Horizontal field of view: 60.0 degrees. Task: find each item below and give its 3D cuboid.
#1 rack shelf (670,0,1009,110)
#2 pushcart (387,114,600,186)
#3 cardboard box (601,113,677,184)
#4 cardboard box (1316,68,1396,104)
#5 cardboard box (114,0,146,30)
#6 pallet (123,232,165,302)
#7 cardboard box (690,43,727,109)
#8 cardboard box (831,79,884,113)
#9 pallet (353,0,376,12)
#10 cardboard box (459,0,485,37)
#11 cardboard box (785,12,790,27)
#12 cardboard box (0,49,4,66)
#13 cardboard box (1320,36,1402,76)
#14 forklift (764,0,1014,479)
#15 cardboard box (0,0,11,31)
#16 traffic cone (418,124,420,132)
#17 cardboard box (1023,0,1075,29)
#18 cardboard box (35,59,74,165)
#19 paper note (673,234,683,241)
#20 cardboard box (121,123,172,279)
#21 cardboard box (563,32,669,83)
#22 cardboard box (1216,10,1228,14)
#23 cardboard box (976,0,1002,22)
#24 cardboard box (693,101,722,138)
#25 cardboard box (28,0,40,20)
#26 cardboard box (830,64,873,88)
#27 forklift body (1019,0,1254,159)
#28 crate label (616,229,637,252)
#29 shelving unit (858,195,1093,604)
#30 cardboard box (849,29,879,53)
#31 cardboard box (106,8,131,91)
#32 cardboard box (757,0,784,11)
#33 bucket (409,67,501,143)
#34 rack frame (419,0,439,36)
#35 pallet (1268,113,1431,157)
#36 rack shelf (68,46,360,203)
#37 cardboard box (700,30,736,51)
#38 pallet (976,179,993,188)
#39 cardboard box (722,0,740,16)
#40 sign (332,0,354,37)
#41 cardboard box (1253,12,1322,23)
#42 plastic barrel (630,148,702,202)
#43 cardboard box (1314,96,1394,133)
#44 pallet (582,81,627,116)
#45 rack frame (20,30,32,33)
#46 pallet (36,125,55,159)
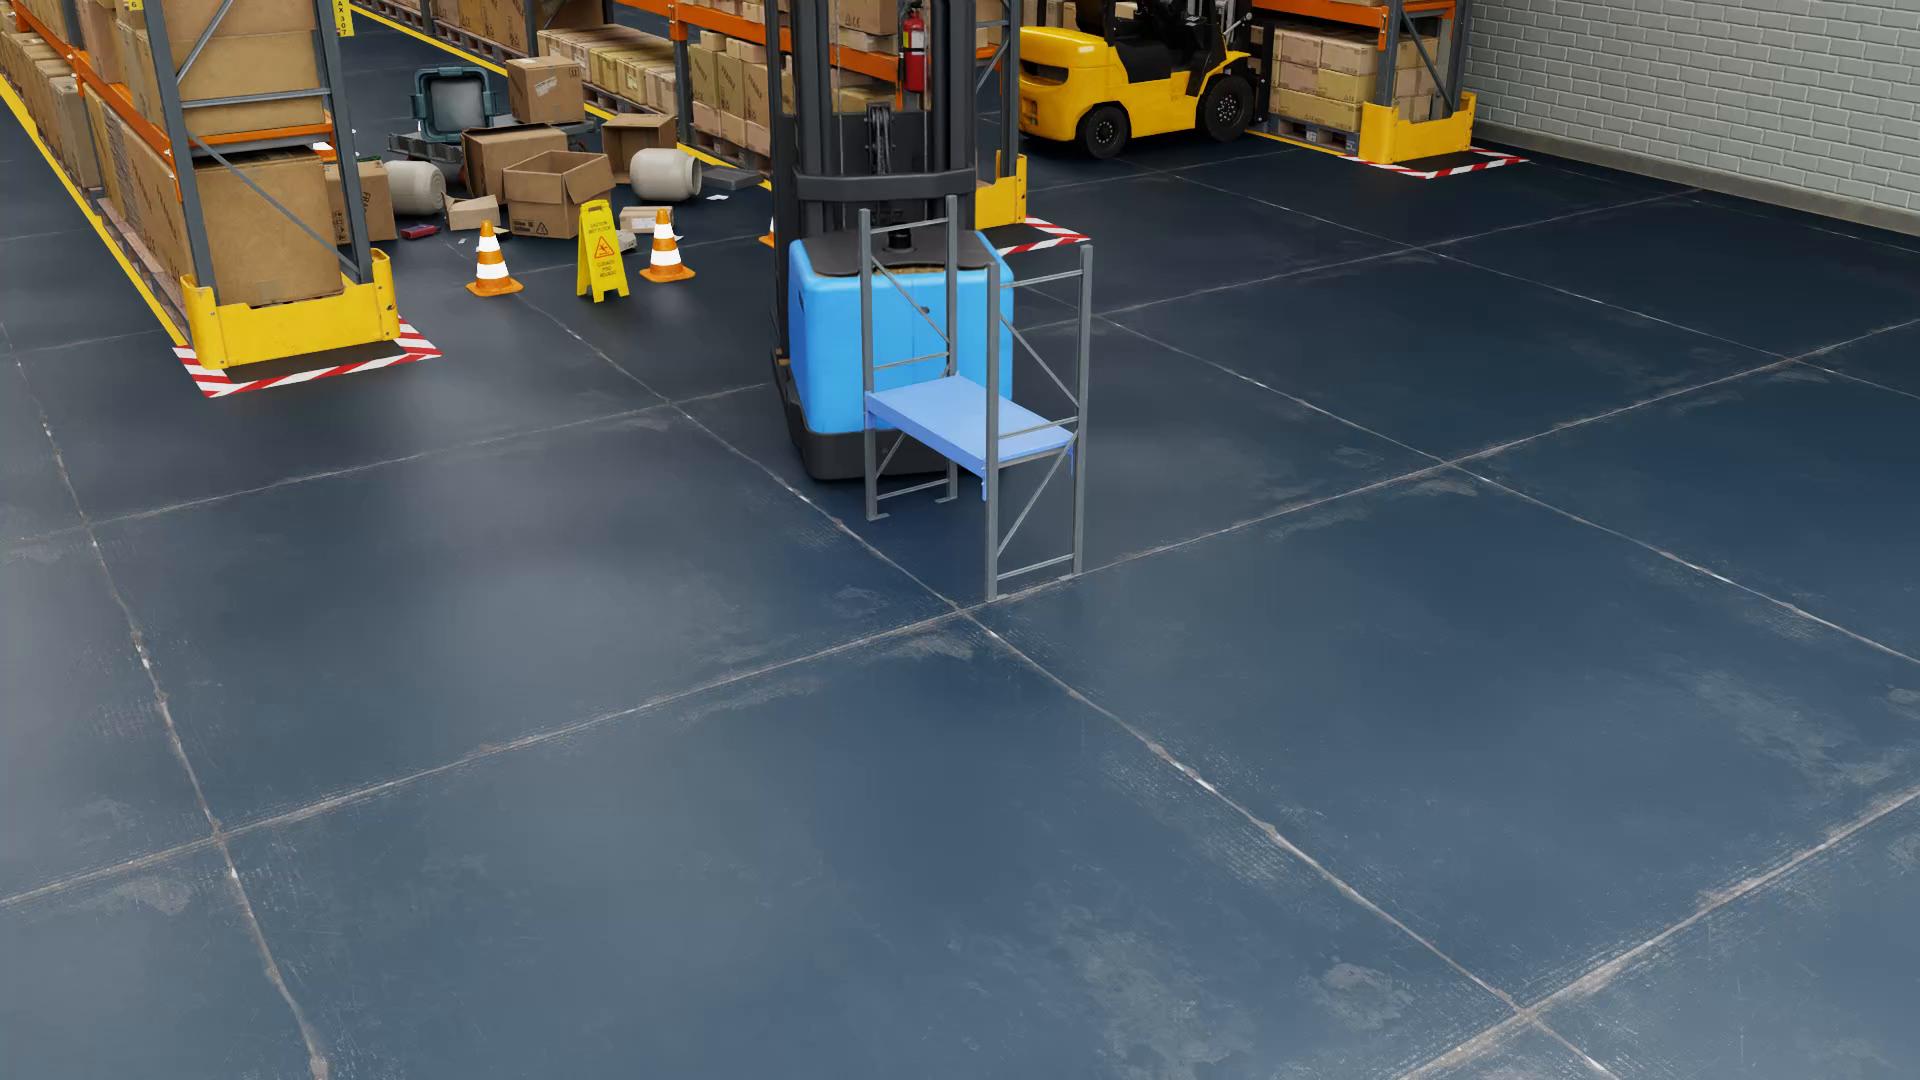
[{"bbox_3d":[-1.092,-4.144,13.857,1.077,0.370,4.000,-16,29,-30],"label":"rack shelf"},{"bbox_3d":[-4.067,-3.449,14.615,0.936,0.377,1.648,18,31,33],"label":"pushcart"},{"bbox_3d":[-2.739,-3.355,14.268,0.500,0.500,0.500,3,25,6],"label":"cardboard box"},{"bbox_3d":[3.629,-4.186,15.246,0.500,0.250,0.500,-16,30,-30],"label":"cardboard box"},{"bbox_3d":[-4.640,-3.437,10.077,0.875,0.550,0.550,-16,29,-30],"label":"cardboard box"},{"bbox_3d":[-5.257,-2.007,11.754,1.003,0.211,1.213,-16,29,-30],"label":"pallet"},{"bbox_3d":[-2.088,-4.196,14.975,0.500,0.500,0.500,-14,29,-27],"label":"cardboard box"},{"bbox_3d":[-0.944,-3.451,13.397,0.500,0.500,0.500,-14,29,-28],"label":"cardboard box"},{"bbox_3d":[-8.233,-7.948,24.339,1.003,0.211,1.213,-16,29,-30],"label":"pallet"},{"bbox_3d":[-5.646,-6.751,20.533,0.875,0.875,0.875,-15,29,-28],"label":"cardboard box"},{"bbox_3d":[-1.202,-4.275,13.587,0.380,0.149,0.250,-16,29,-30],"label":"cardboard box"},{"bbox_3d":[-10.462,-5.590,18.513,0.500,0.500,0.500,-14,29,-28],"label":"cardboard box"},{"bbox_3d":[3.644,-4.402,15.120,0.500,0.250,0.500,-14,29,-28],"label":"cardboard box"},{"bbox_3d":[-0.504,-2.228,9.035,1.130,2.935,3.031,-5,26,-10],"label":"forklift"},{"bbox_3d":[-9.894,-5.556,17.562,0.500,0.250,0.500,-14,29,-28],"label":"cardboard box"},{"bbox_3d":[-5.030,-4.025,15.735,0.336,0.463,0.334,-16,29,-30],"label":"traffic cone"},{"bbox_3d":[1.261,-5.922,19.071,0.875,0.625,0.625,-16,30,-30],"label":"cardboard box"},{"bbox_3d":[-7.214,-3.714,14.248,1.050,0.750,0.750,-16,29,-30],"label":"cardboard box"},{"bbox_3d":[-2.184,-2.285,12.555,0.142,0.019,0.148,18,31,33],"label":"paper note"},{"bbox_3d":[-5.000,-2.334,11.178,0.875,0.875,0.875,-16,30,-30],"label":"cardboard box"},{"bbox_3d":[-3.658,-5.150,17.732,0.950,0.372,0.625,-16,30,-31],"label":"cardboard box"},{"bbox_3d":[2.526,-5.134,16.670,0.500,0.250,0.500,-14,29,-28],"label":"cardboard box"},{"bbox_3d":[-0.027,-4.168,12.599,0.500,0.500,0.500,-16,30,-30],"label":"cardboard box"},{"bbox_3d":[-2.088,-3.857,15.136,0.500,0.250,0.500,-17,30,-32],"label":"cardboard box"},{"bbox_3d":[-7.616,-4.707,14.090,0.500,0.500,0.500,-16,30,-30],"label":"cardboard box"},{"bbox_3d":[-0.913,-3.674,13.110,0.380,0.149,0.250,-15,29,-28],"label":"cardboard box"},{"bbox_3d":[1.593,-4.781,15.358,2.313,2.155,1.214,-16,29,-30],"label":"forklift body"},{"bbox_3d":[-2.542,-2.199,12.247,0.298,0.136,0.250,12,28,24],"label":"crate label"},{"bbox_3d":[0.047,-0.648,7.365,0.538,1.500,1.048,-16,29,-30],"label":"shelving unit"},{"bbox_3d":[-0.615,-3.789,12.556,0.380,0.149,0.250,-16,30,-30],"label":"cardboard box"},{"bbox_3d":[-5.176,-3.355,11.168,0.875,0.550,0.500,-16,29,-30],"label":"cardboard box"},{"bbox_3d":[-1.328,-4.609,13.534,0.500,0.500,0.500,-15,29,-29],"label":"cardboard box"},{"bbox_3d":[-4.270,-3.690,14.108,0.726,0.611,0.620,-6,16,-12],"label":"bucket"},{"bbox_3d":[-6.551,-8.046,21.280,1.000,3.000,0.127,-16,29,-30],"label":"rack frame"},{"bbox_3d":[3.704,-3.915,15.795,1.003,0.211,1.213,-16,29,-30],"label":"pallet"},{"bbox_3d":[-5.185,-2.954,11.337,1.077,0.370,4.000,-16,29,-30],"label":"rack shelf"},{"bbox_3d":[-2.070,-4.431,14.713,0.380,0.149,0.250,-15,29,-29],"label":"cardboard box"},{"bbox_3d":[-0.456,-2.819,13.474,1.003,0.211,1.213,-16,29,-30],"label":"pallet"},{"bbox_3d":[-1.823,-4.621,14.319,0.380,0.149,0.250,-15,29,-28],"label":"cardboard box"},{"bbox_3d":[-3.624,-3.119,9.735,0.100,0.325,0.005,-16,29,-30],"label":"sign"},{"bbox_3d":[3.239,-5.071,16.535,0.500,0.250,0.500,-16,30,-31],"label":"cardboard box"},{"bbox_3d":[-2.397,-2.975,13.555,0.512,0.421,0.421,3,25,6],"label":"plastic barrel"},{"bbox_3d":[3.635,-3.953,15.338,0.500,0.250,0.500,-15,29,-29],"label":"cardboard box"},{"bbox_3d":[-3.280,-4.638,17.328,1.003,0.211,1.213,-16,29,-30],"label":"pallet"},{"bbox_3d":[-8.460,-5.425,15.729,1.000,3.000,0.127,-16,29,-30],"label":"rack frame"},{"bbox_3d":[-8.093,-3.865,15.690,1.003,0.211,1.213,-16,29,-30],"label":"pallet"}]
